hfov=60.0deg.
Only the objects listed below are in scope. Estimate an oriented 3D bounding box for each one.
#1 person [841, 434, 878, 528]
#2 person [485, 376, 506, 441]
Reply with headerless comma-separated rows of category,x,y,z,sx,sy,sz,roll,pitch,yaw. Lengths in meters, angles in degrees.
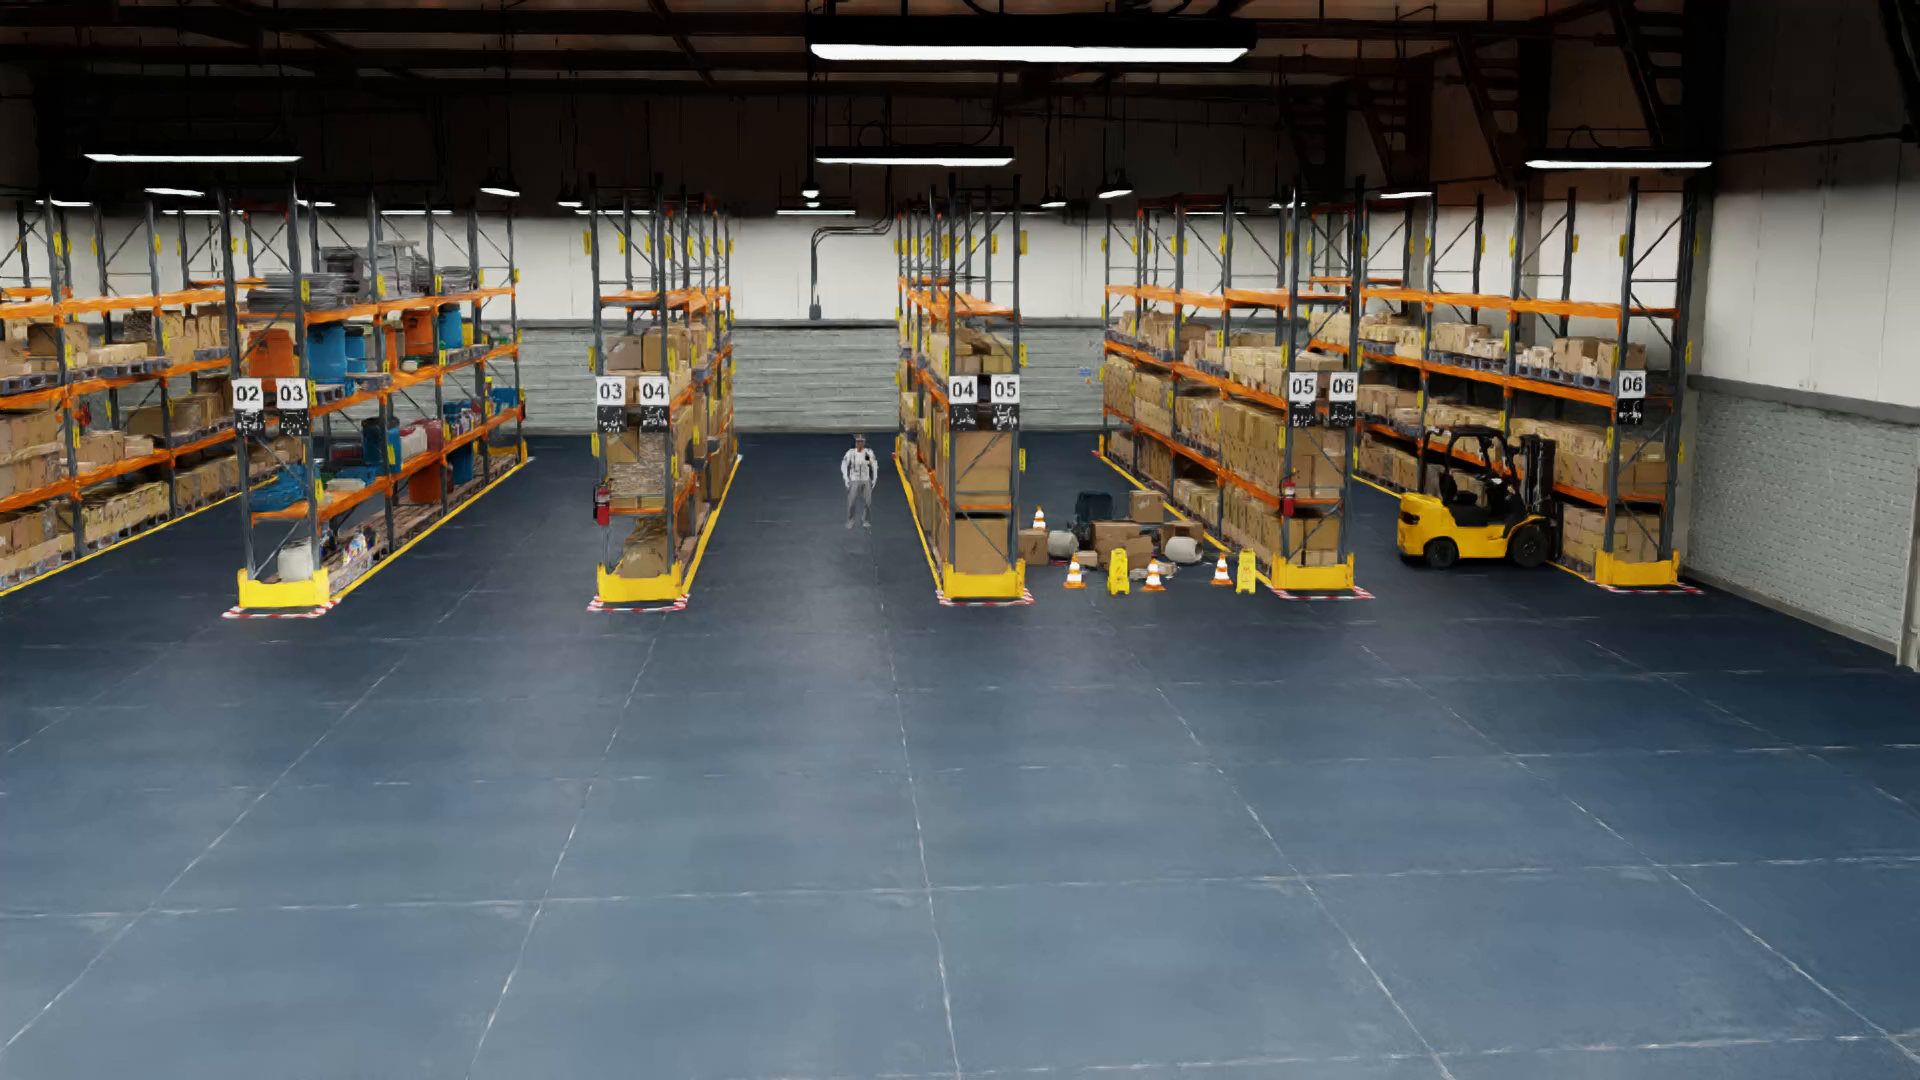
person,-1.697,-1.011,28.172,0.639,1.627,0.512,-1,10,-7
person,-12.154,-3.390,42.946,0.706,1.706,0.765,-5,11,-26
